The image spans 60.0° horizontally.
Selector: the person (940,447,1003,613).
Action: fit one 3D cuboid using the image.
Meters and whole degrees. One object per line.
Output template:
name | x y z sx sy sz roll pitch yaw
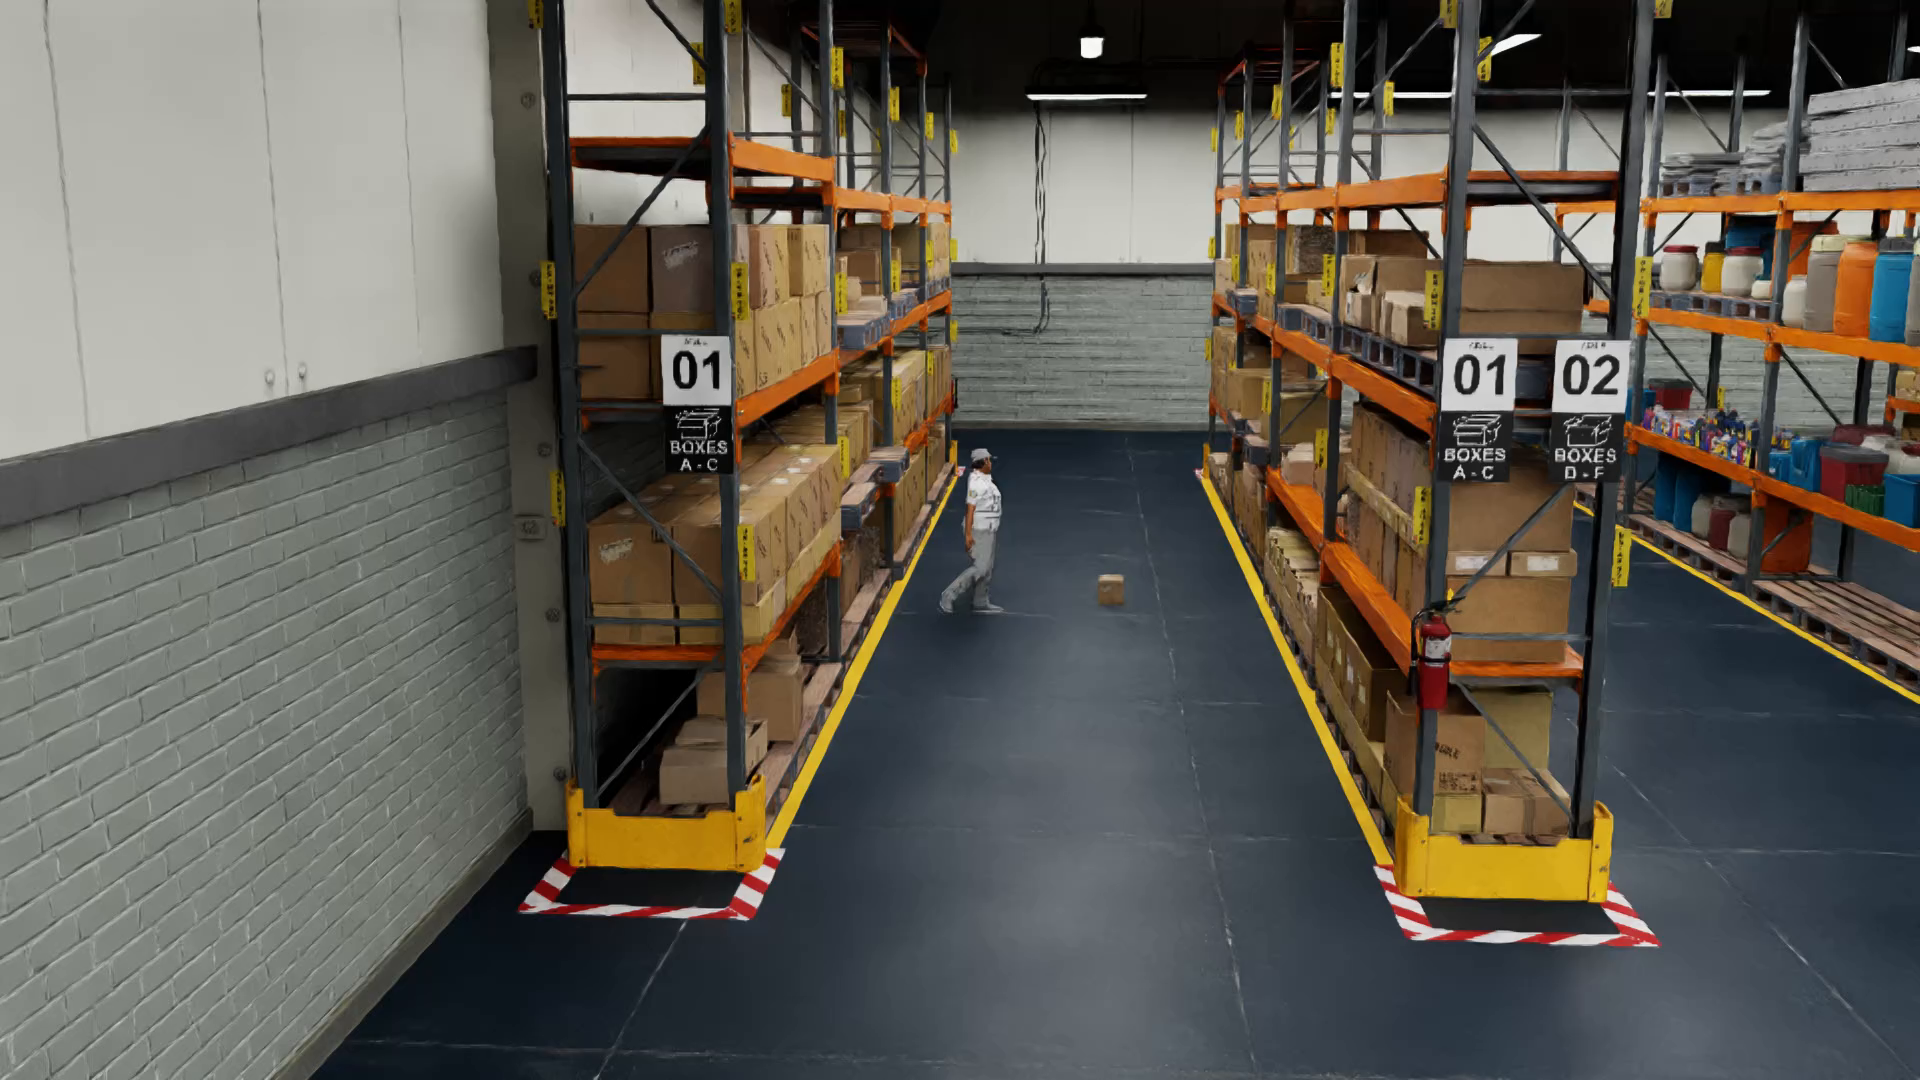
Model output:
person | 0.115 -0.067 16.299 0.587 1.659 0.681 1 11 6
